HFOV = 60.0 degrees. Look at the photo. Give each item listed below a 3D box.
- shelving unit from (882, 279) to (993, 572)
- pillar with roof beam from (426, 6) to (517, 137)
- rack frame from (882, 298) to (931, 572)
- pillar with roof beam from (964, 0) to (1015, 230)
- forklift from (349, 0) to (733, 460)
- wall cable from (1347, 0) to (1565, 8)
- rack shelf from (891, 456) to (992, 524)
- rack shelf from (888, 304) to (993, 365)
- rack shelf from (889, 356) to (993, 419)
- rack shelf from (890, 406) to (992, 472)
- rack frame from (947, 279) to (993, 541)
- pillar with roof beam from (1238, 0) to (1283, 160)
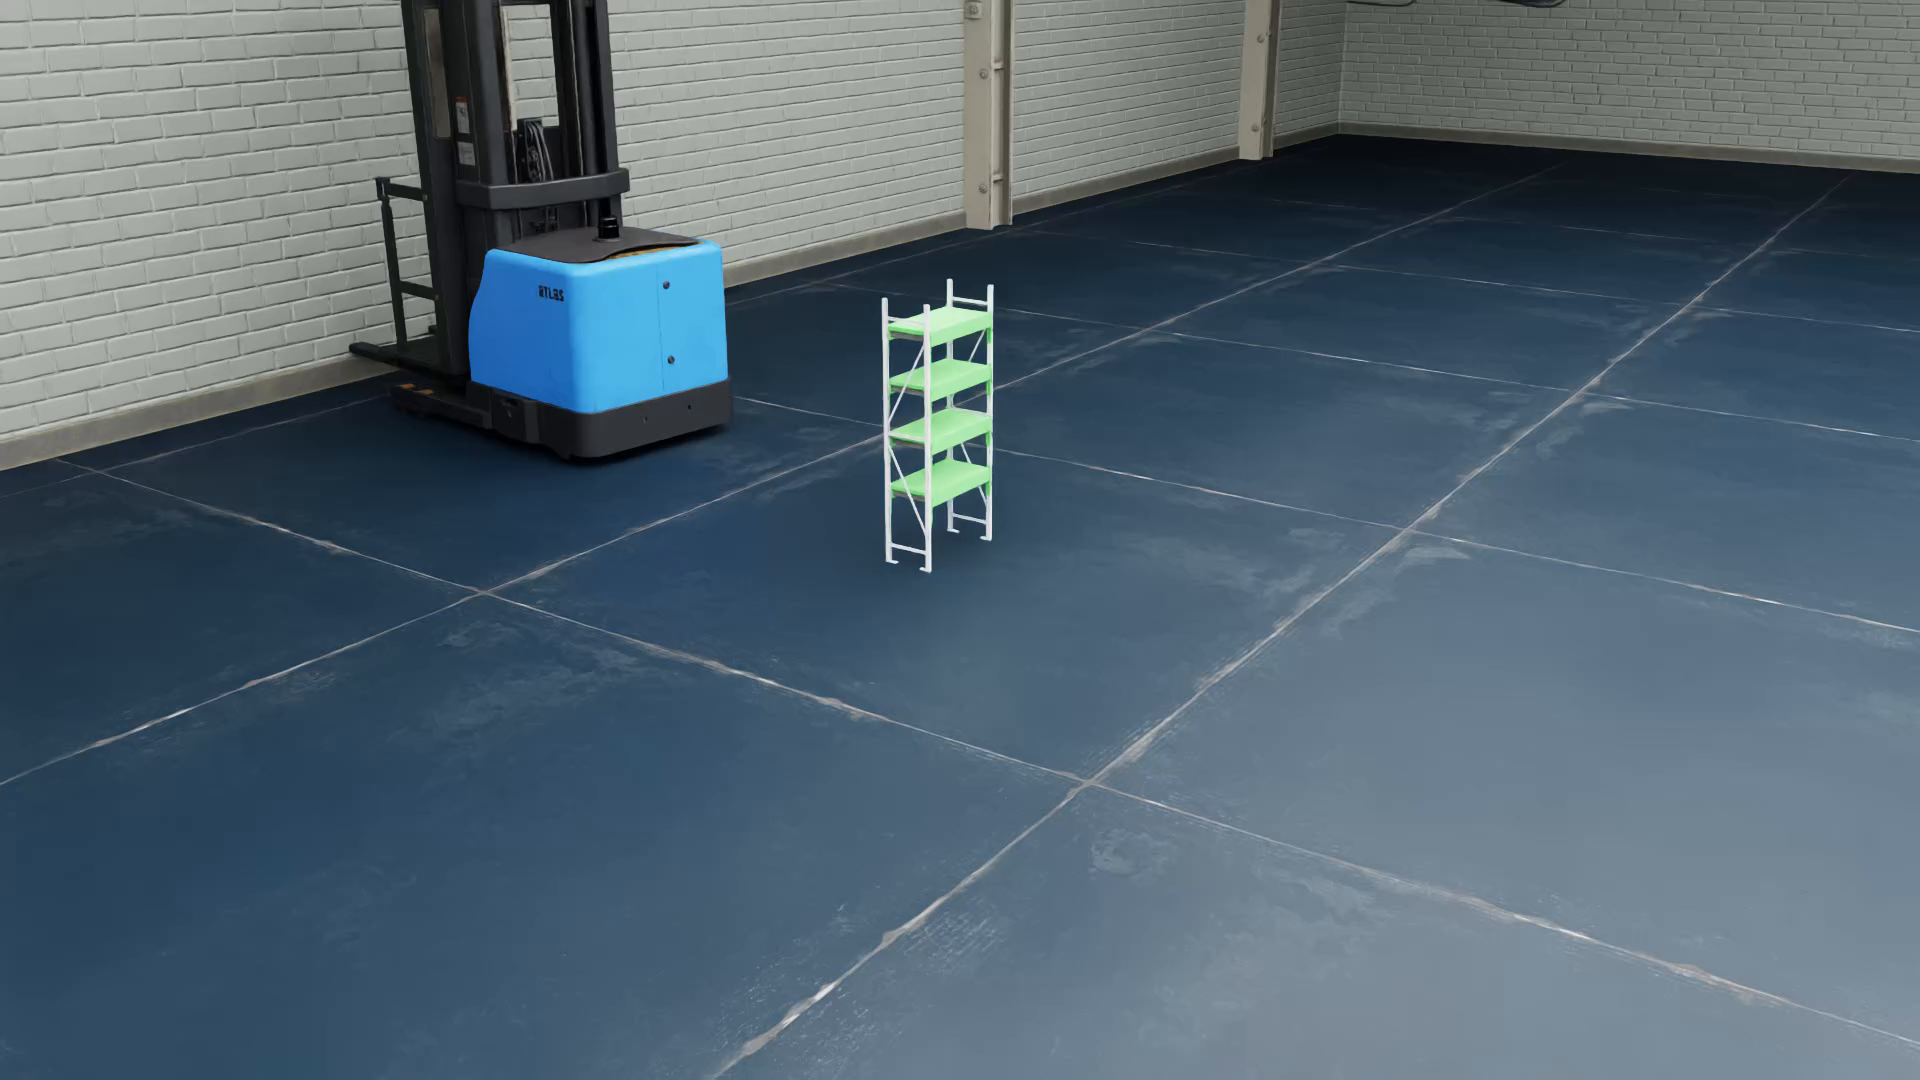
[{"bbox_3d":[-0.093,-0.515,7.428,0.258,1.200,0.503,13,24,32],"label":"shelving unit"},{"bbox_3d":[0.455,-4.661,7.395,9.100,9.000,0.400,13,24,32],"label":"pillar with roof beam"},{"bbox_3d":[-0.230,-0.445,7.239,0.240,1.200,0.015,13,24,32],"label":"rack frame"},{"bbox_3d":[3.827,-6.383,12.049,9.100,9.000,0.400,13,24,32],"label":"pillar with roof beam"},{"bbox_3d":[-2.724,-2.207,9.508,3.031,2.935,1.130,17,26,38],"label":"forklift"},{"bbox_3d":[6.390,-8.075,21.099,3.097,2.526,0.112,13,24,32],"label":"wall cable"},{"bbox_3d":[-0.093,-0.230,7.534,0.258,0.148,0.480,13,24,32],"label":"rack shelf"},{"bbox_3d":[-0.093,-0.905,7.284,0.258,0.148,0.480,13,24,32],"label":"rack shelf"},{"bbox_3d":[-0.093,-0.680,7.367,0.258,0.148,0.480,13,24,32],"label":"rack shelf"},{"bbox_3d":[-0.093,-0.455,7.451,0.258,0.148,0.480,13,24,32],"label":"rack shelf"},{"bbox_3d":[0.044,-0.585,7.618,0.240,1.200,0.015,13,24,32],"label":"rack frame"},{"bbox_3d":[7.200,-8.104,16.703,9.100,9.000,0.400,13,24,32],"label":"pillar with roof beam"}]
